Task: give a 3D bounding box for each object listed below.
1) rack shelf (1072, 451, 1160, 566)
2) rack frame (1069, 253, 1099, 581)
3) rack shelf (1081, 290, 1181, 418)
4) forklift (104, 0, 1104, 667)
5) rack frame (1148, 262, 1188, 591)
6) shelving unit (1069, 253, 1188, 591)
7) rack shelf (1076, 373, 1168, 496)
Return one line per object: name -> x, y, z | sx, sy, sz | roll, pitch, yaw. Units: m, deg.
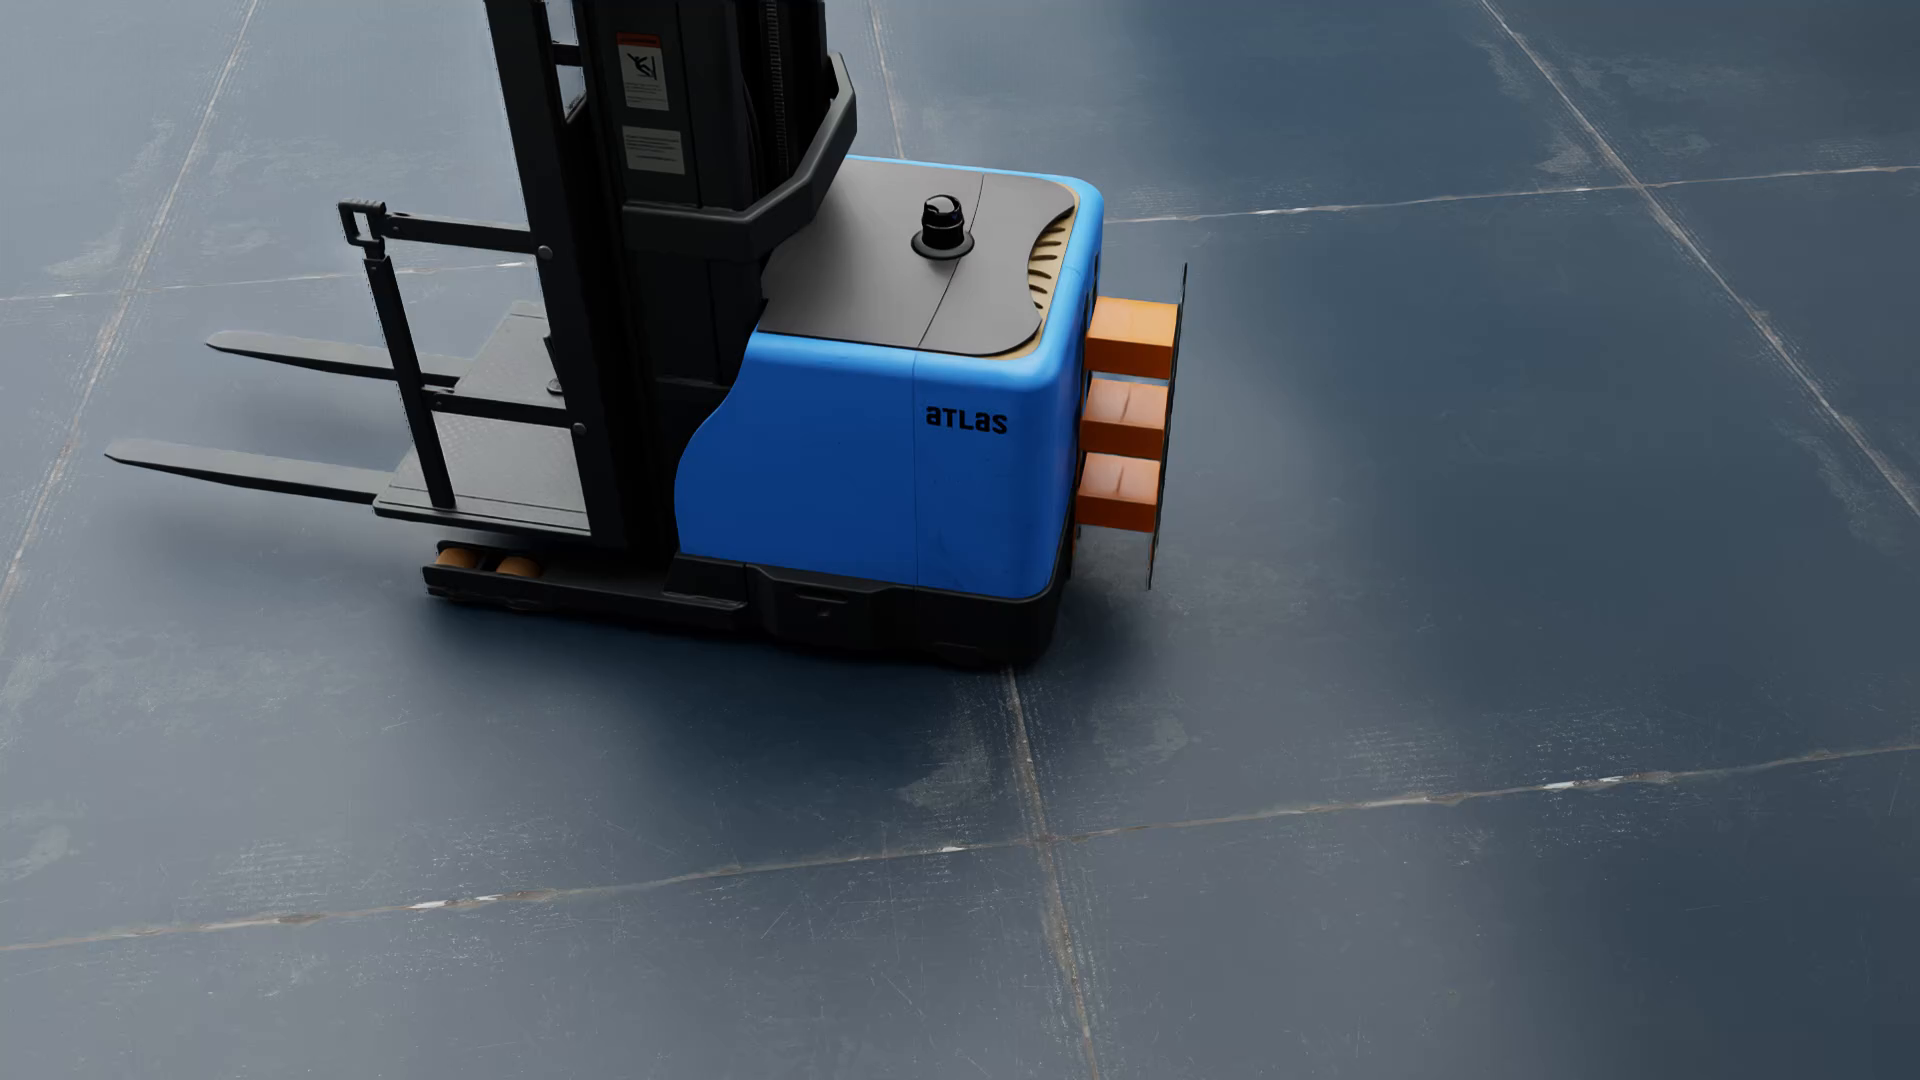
rack shelf -> 0.477, -0.101, 5.009 | 0.240, 0.259, 0.215 | 8, 43, 8
rack frame -> 0.357, -0.331, 4.833 | 0.008, 1.050, 0.200 | 8, 43, 8
rack shelf -> 0.477, -0.518, 4.632 | 0.240, 0.259, 0.215 | 8, 43, 8
forklift -> -1.140, -1.214, 4.408 | 3.031, 2.935, 1.130 | 8, 43, 8
rack frame -> 0.596, -0.299, 4.798 | 0.008, 1.050, 0.200 | 8, 43, 8
shelving unit -> 0.477, -0.315, 4.815 | 0.252, 1.050, 0.215 | 8, 43, 8
rack shelf -> 0.477, -0.307, 4.822 | 0.240, 0.259, 0.215 | 8, 43, 8
